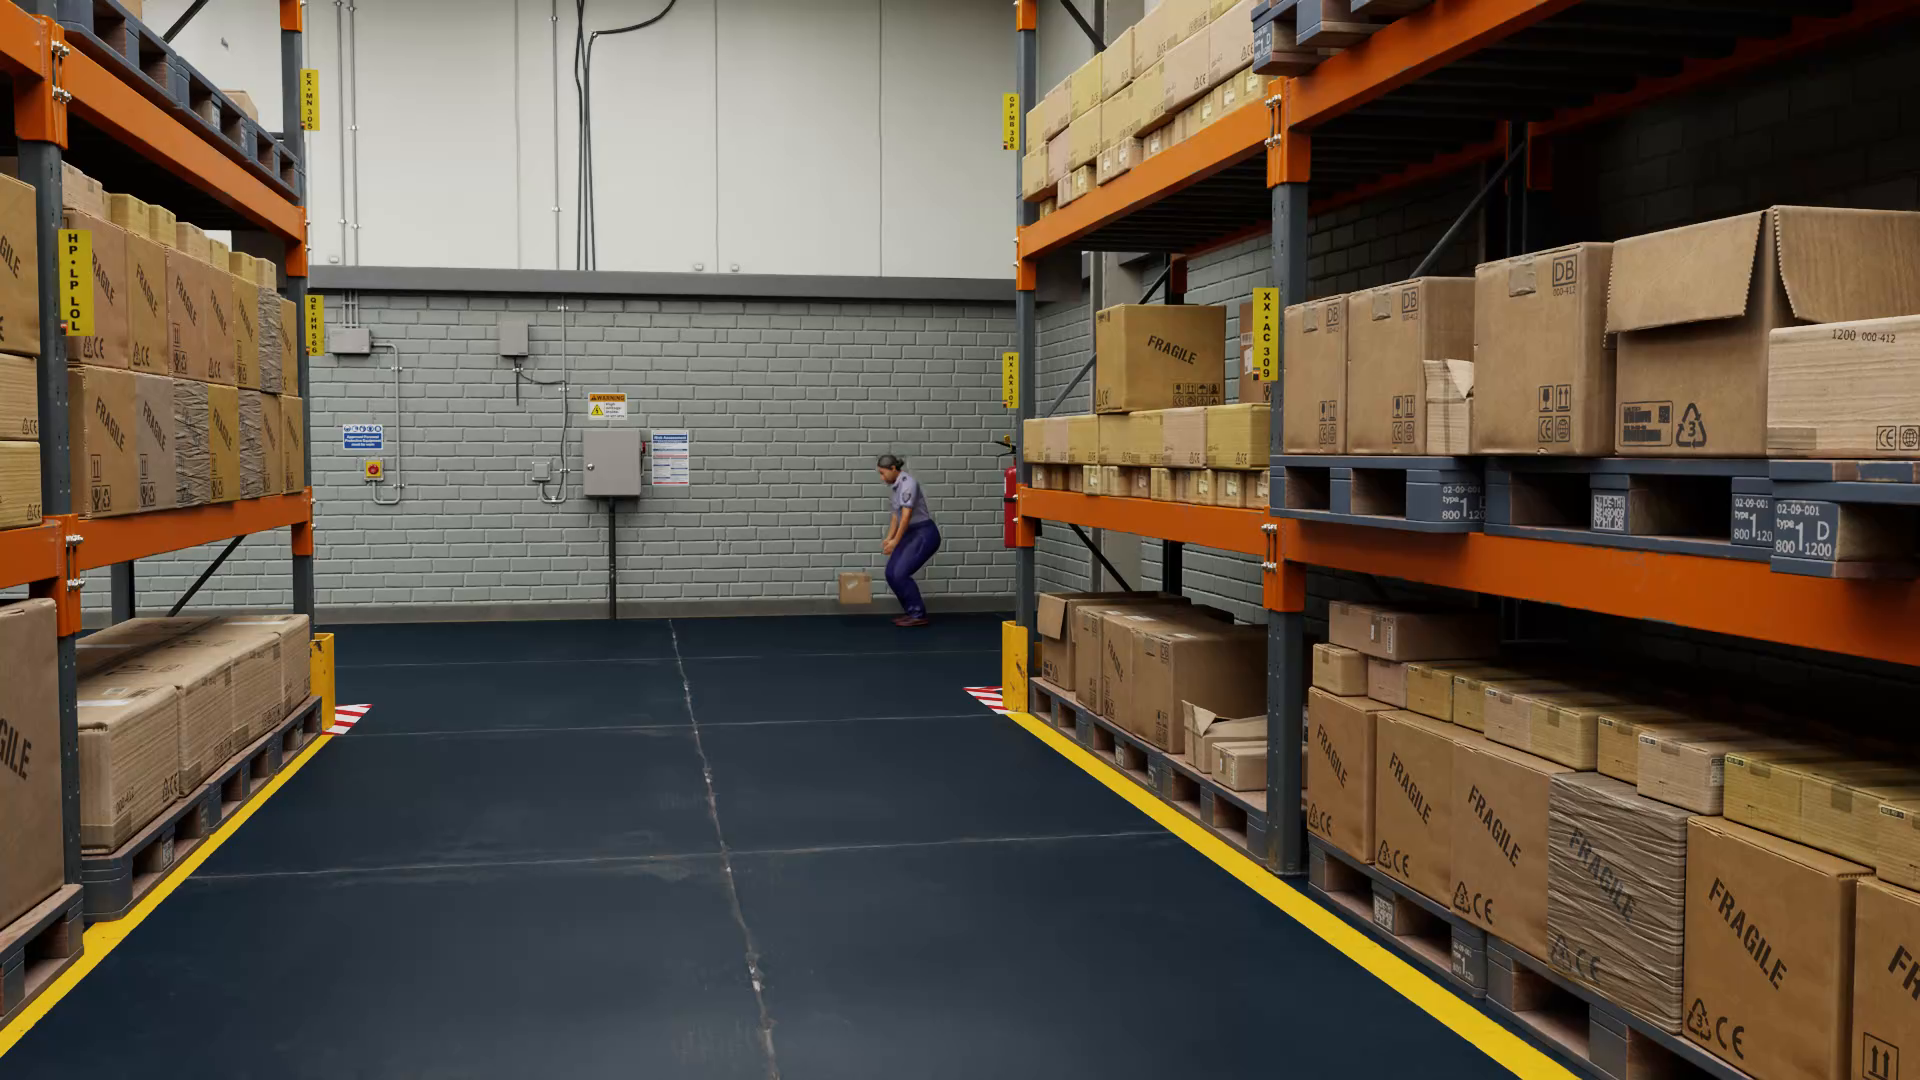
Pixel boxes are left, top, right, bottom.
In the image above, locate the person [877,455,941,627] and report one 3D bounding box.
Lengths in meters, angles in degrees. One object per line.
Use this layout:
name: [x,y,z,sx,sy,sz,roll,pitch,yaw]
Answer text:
person: [-0.445,0.004,14.468,0.552,1.490,0.525,-1,3,-11]
